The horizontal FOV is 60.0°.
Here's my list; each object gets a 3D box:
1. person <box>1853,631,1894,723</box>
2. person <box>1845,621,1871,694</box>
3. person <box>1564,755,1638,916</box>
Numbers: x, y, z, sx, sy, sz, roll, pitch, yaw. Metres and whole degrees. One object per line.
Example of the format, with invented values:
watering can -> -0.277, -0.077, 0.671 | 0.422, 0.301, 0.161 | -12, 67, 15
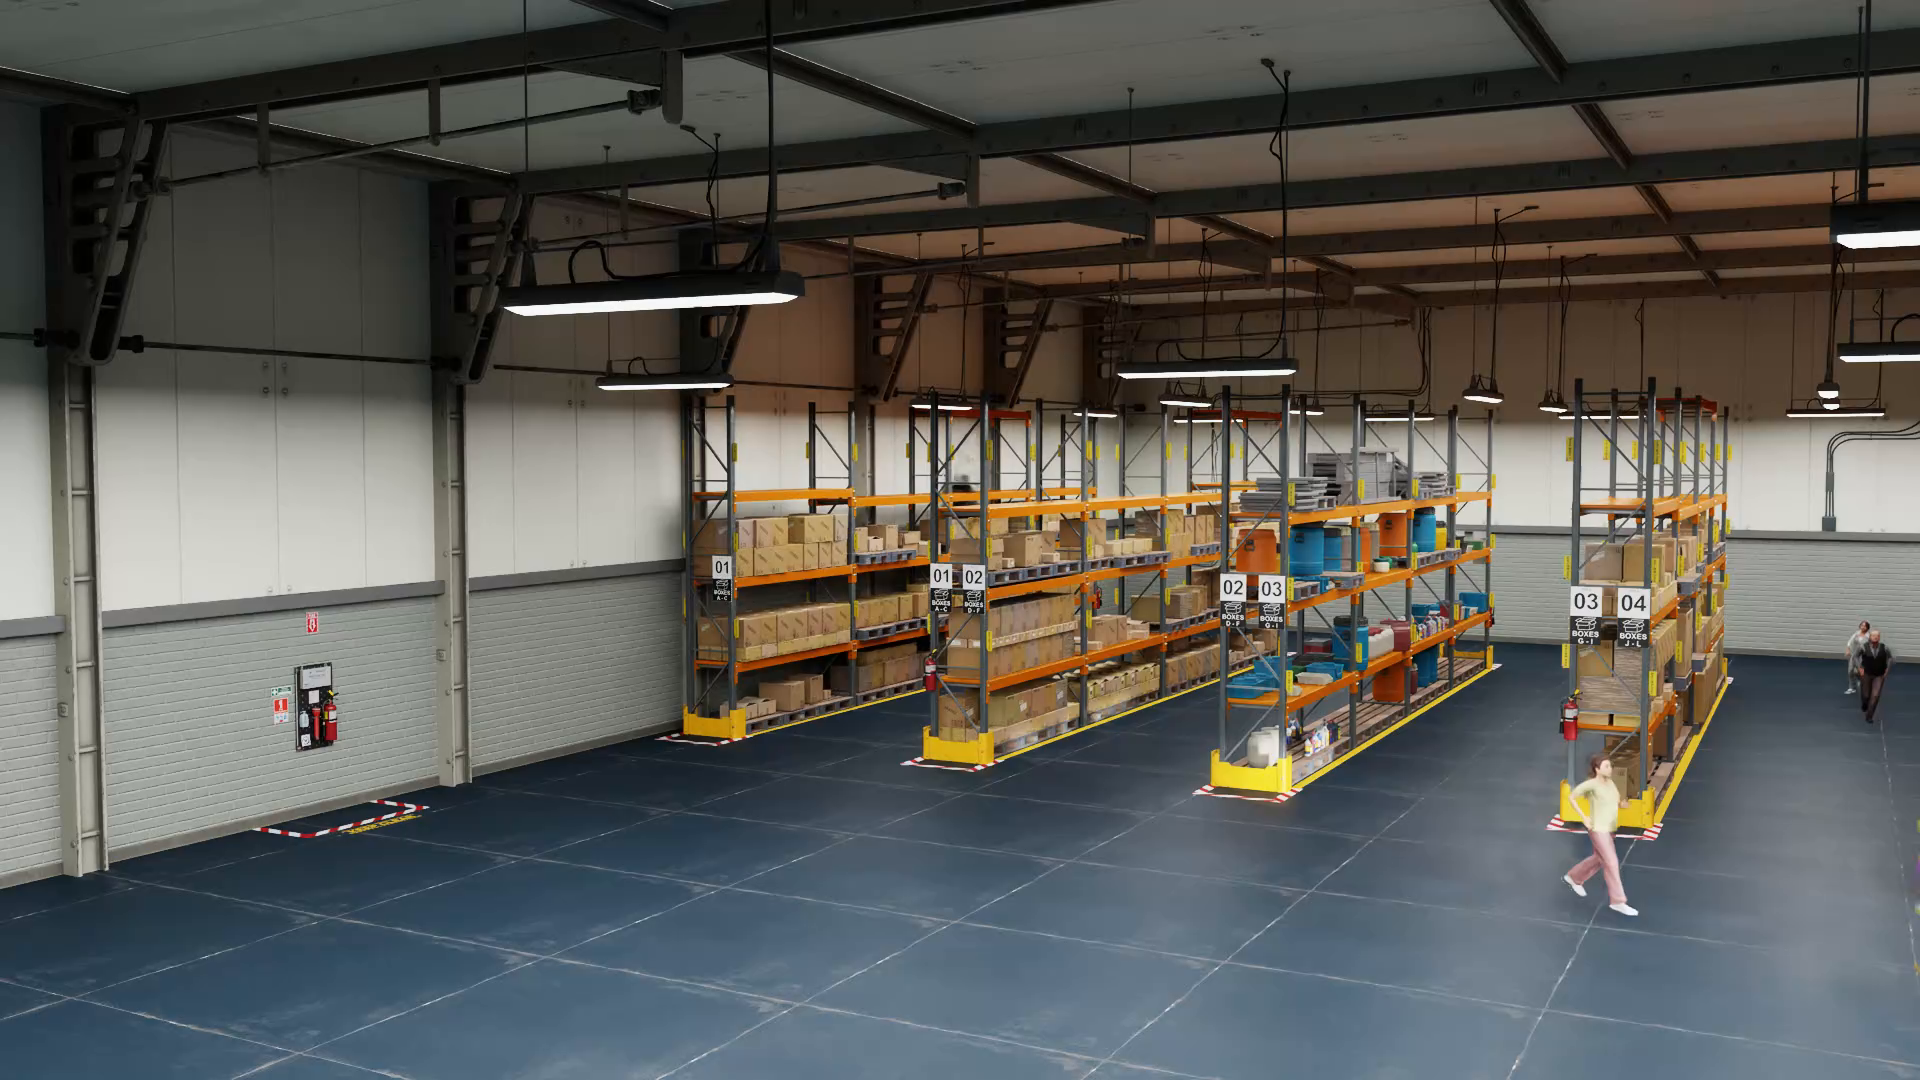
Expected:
person -> 17.056, 2.536, 31.064 | 0.683, 1.699, 0.739 | 1, 3, 22
person -> 18.628, 2.434, 34.391 | 0.486, 1.541, 0.592 | -2, 4, -36
person -> 7.020, 3.183, 18.200 | 0.571, 1.652, 0.967 | -2, 4, -35
